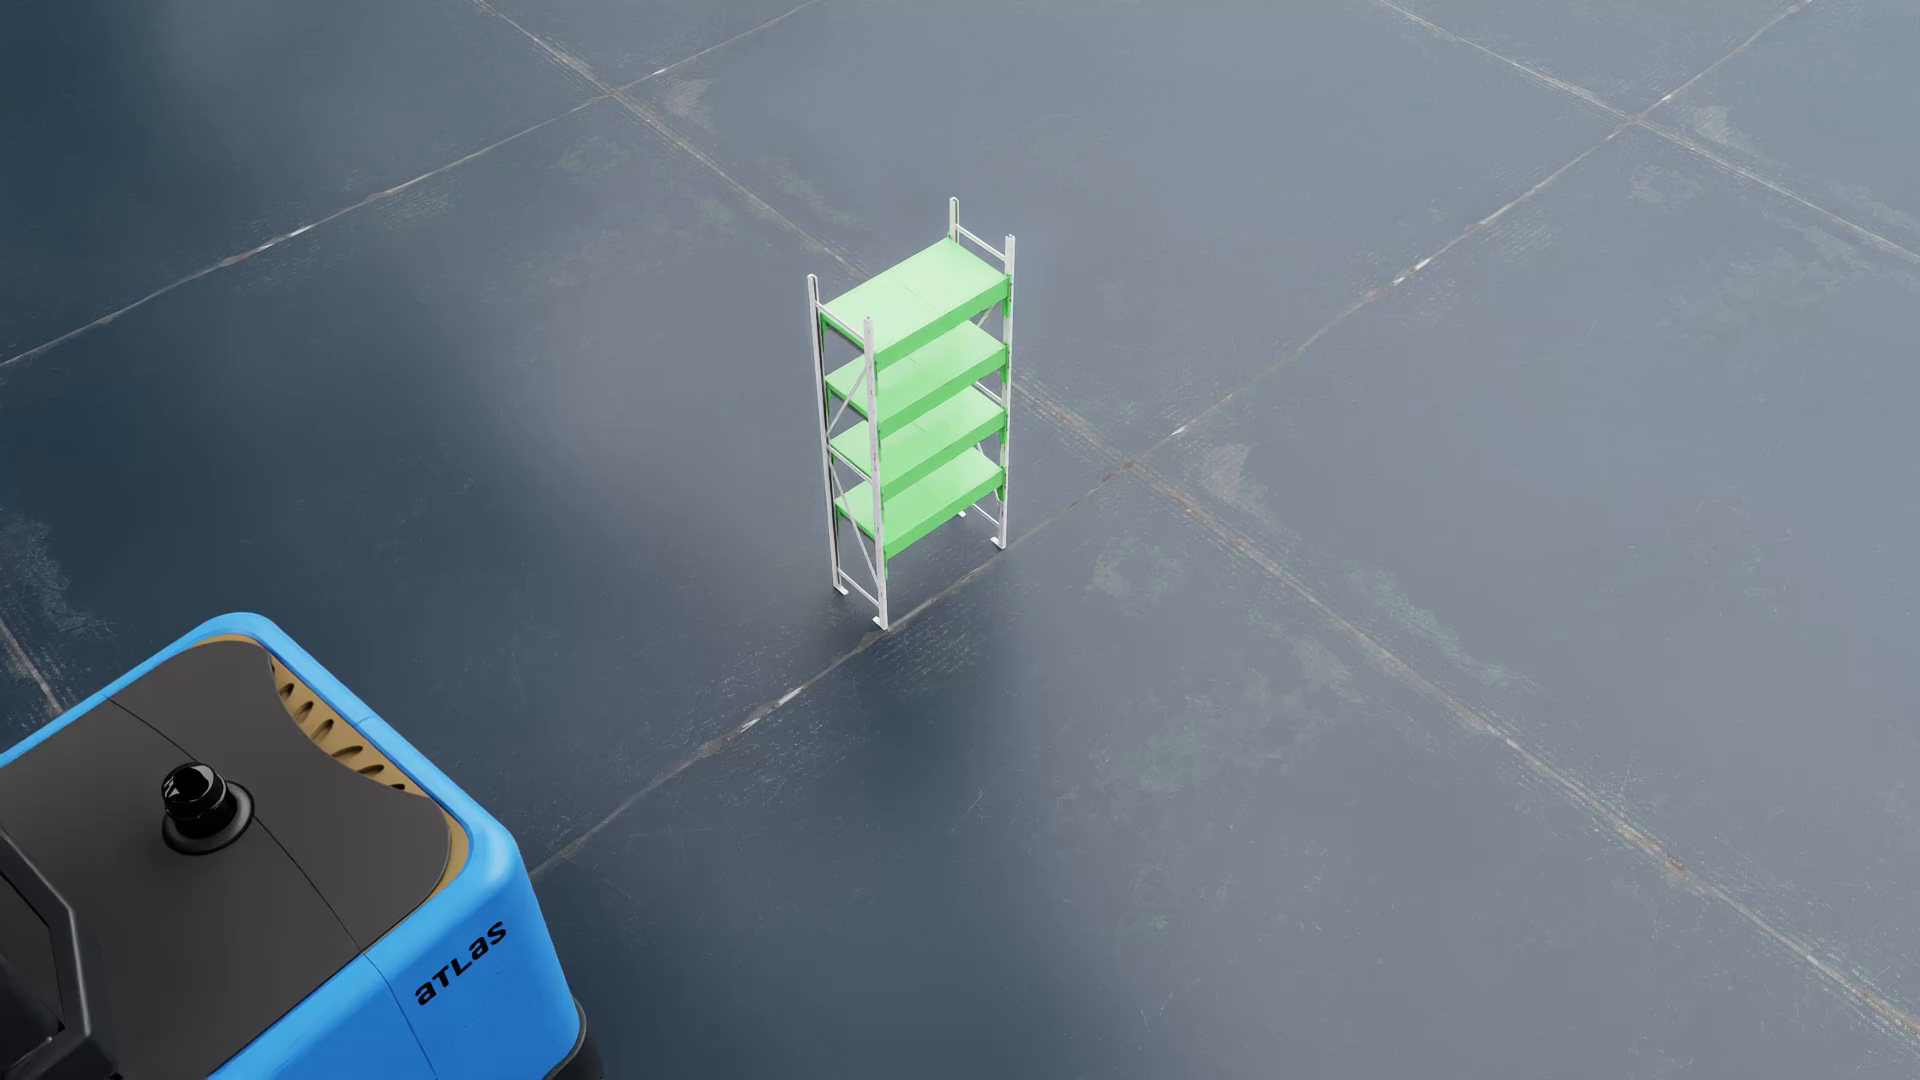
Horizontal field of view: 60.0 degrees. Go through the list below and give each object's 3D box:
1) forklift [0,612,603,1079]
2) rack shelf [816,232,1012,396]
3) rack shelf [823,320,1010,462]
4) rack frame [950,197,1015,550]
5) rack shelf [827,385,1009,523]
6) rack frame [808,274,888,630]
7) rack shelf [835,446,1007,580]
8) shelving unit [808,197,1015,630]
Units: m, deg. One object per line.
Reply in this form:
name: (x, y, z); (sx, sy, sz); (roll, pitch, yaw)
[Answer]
forklift: (-2.199, 0.917, 2.410); (1.130, 2.935, 3.031); (33, 55, 26)
rack shelf: (-0.122, -0.607, 4.428); (0.480, 0.148, 0.258); (-34, 56, -27)
rack shelf: (-0.122, -0.444, 4.604); (0.480, 0.148, 0.258); (-34, 56, -27)
rack frame: (0.058, -0.446, 4.845); (0.015, 1.200, 0.240); (-34, 56, -27)
rack shelf: (-0.122, -0.282, 4.780); (0.480, 0.148, 0.258); (-34, 56, -27)
rack frame: (-0.303, -0.204, 4.622); (0.015, 1.200, 0.240); (-34, 56, -27)
rack shelf: (-0.122, -0.119, 4.957); (0.480, 0.148, 0.258); (-34, 56, -27)
shelving unit: (-0.122, -0.325, 4.734); (0.503, 1.200, 0.258); (-34, 56, -27)
